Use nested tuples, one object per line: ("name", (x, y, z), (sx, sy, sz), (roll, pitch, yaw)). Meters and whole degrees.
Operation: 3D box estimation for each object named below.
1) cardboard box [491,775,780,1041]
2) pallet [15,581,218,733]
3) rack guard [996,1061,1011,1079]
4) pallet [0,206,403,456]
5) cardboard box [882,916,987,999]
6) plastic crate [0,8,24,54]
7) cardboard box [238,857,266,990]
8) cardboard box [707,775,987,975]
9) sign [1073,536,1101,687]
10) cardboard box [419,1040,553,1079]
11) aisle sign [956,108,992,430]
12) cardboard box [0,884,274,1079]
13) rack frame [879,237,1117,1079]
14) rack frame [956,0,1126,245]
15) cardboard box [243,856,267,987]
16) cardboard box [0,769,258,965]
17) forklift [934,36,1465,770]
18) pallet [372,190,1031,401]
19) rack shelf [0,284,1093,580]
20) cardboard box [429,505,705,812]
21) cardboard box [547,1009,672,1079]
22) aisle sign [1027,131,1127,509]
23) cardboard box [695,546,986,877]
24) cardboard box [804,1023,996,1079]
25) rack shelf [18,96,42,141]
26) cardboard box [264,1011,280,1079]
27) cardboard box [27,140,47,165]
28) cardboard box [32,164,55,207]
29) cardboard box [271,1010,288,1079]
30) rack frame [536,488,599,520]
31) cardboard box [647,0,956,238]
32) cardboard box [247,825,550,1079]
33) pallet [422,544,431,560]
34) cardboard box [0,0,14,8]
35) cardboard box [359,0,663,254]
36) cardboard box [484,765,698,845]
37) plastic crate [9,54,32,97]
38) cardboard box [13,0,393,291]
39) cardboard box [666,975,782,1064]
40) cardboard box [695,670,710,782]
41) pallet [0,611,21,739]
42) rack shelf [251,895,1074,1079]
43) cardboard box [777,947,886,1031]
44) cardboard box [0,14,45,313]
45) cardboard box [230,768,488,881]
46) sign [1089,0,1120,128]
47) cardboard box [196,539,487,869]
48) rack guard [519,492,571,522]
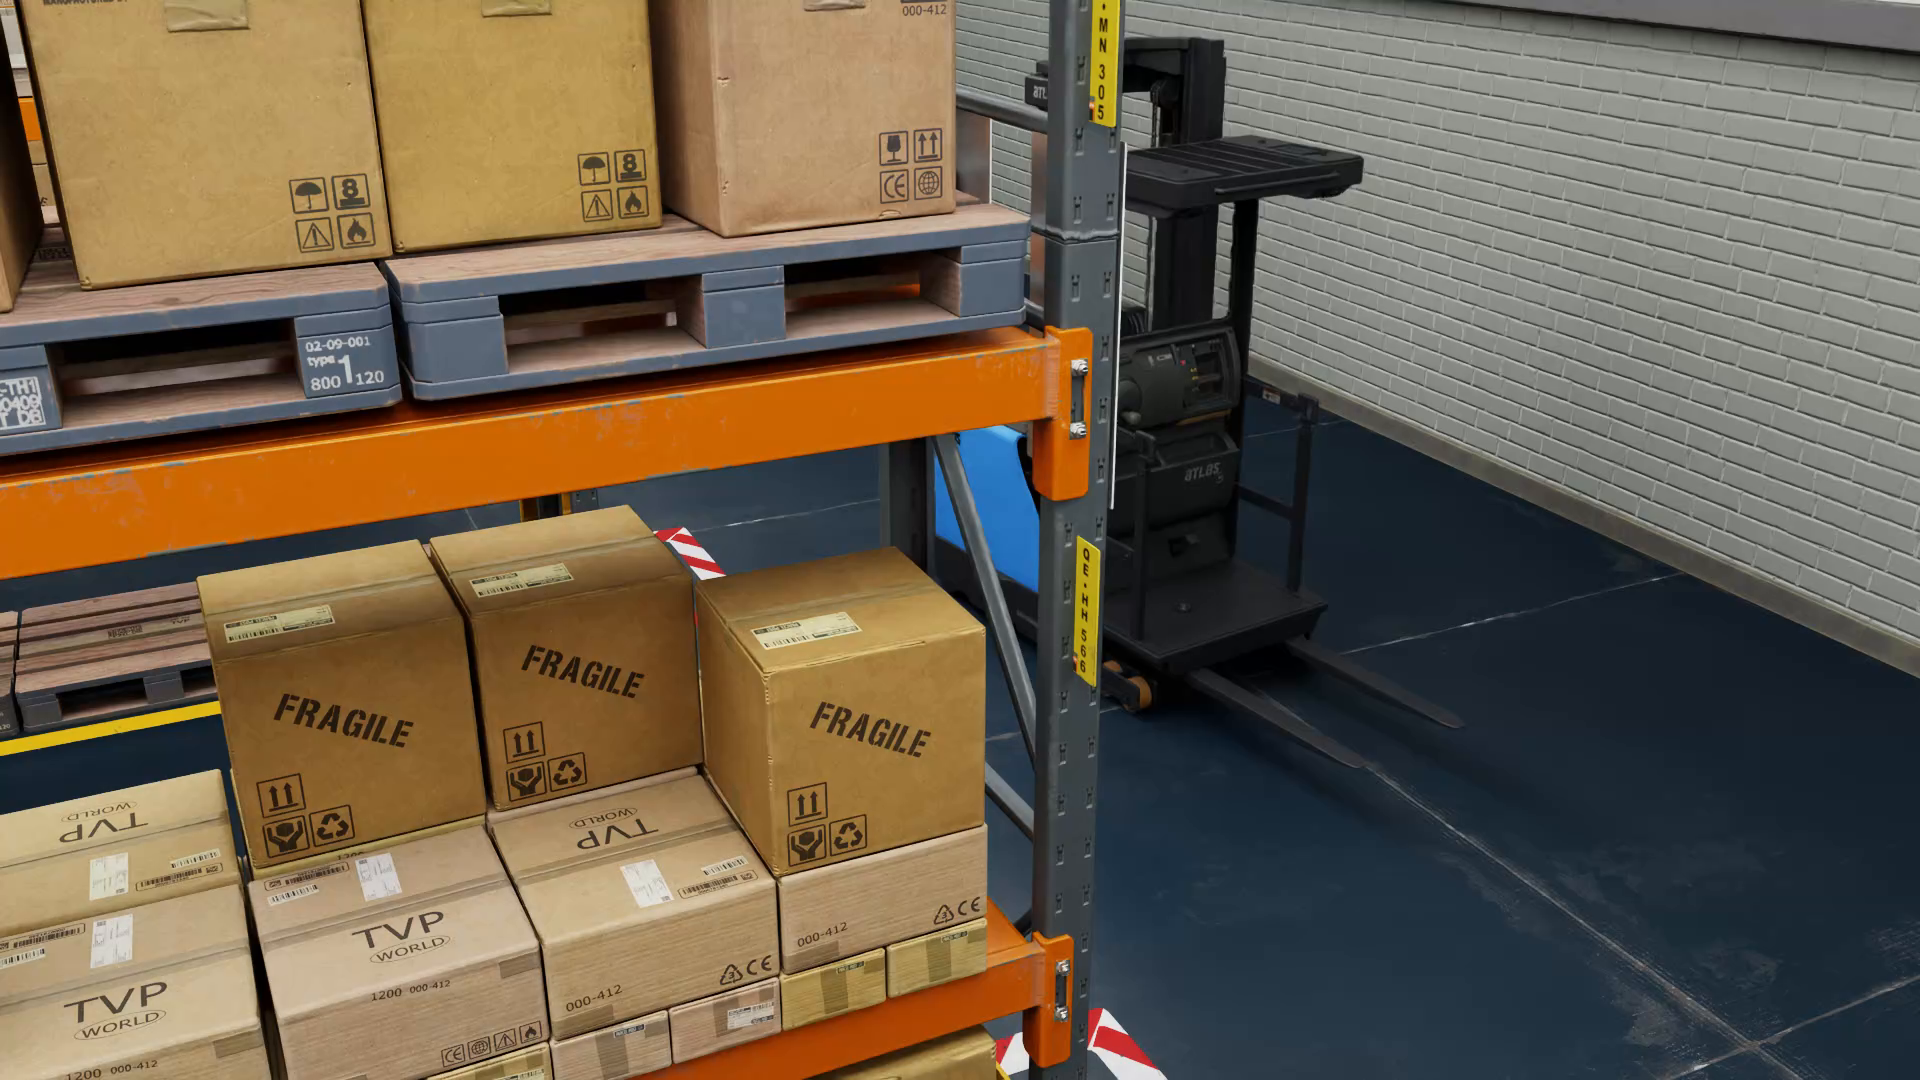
("cardboard box", (-0.728, 0.799, 3.705), (0.500, 0.250, 0.500), (-11, 25, -25))
("pallet", (-3.954, 0.517, 8.224), (1.213, 0.211, 1.003), (-10, 25, -24))
("rack guard", (0.073, 1.762, 4.839), (0.348, 0.500, 1.175), (-10, 25, -24))
("pallet", (-1.713, -0.403, 2.996), (1.213, 0.211, 1.003), (-10, 25, -24))
("cardboard box", (-0.127, 0.900, 3.982), (0.250, 0.149, 0.380), (-10, 24, -23))
("plastic crate", (-4.228, -2.165, 7.292), (0.530, 0.282, 0.437), (-10, 25, -24))
("cardboard box", (-1.797, 0.928, 3.914), (0.250, 0.149, 0.380), (-11, 25, -25))
("cardboard box", (-0.270, 0.715, 3.907), (0.500, 0.250, 0.500), (-11, 25, -24))
("sign", (0.274, 0.156, 3.627), (0.005, 0.325, 0.100), (-10, 25, -24))
("cardboard box", (-1.046, 1.070, 3.572), (0.250, 0.149, 0.380), (-11, 25, -25))
("aisle sign", (-0.014, -0.705, 4.132), (0.004, 0.787, 0.394), (-10, 25, -24))
("cardboard box", (-1.654, 0.971, 3.288), (0.500, 0.250, 0.500), (-10, 25, -24))
("rack frame", (0.051, 0.612, 4.351), (0.127, 3.000, 1.000), (-10, 25, -24))
("rack frame", (0.051, -2.160, 3.203), (0.127, 3.000, 1.000), (-10, 25, -24))
("cardboard box", (-1.569, 0.887, 4.014), (0.250, 0.149, 0.380), (-11, 25, -24))
("cardboard box", (-1.886, 0.789, 3.729), (0.500, 0.250, 0.500), (-11, 25, -25))
("forklift", (1.082, -0.754, 7.740), (1.130, 2.935, 3.031), (-14, 26, -31))
("pallet", (-0.613, -0.607, 3.488), (1.213, 0.211, 1.003), (-10, 25, -24))
("rack shelf", (-1.751, -0.110, 3.113), (4.000, 0.370, 1.077), (-10, 25, -24))
("cardboard box", (-0.949, 0.266, 4.011), (0.500, 0.500, 0.500), (-11, 25, -25))
("cardboard box", (-0.813, 1.026, 3.677), (0.250, 0.149, 0.380), (-10, 24, -23))
("aisle sign", (0.246, -0.498, 3.633), (0.004, 0.787, 0.394), (-10, 25, -24))
("cardboard box", (-0.274, 0.368, 3.765), (0.500, 0.500, 0.500), (-10, 25, -23))
("cardboard box", (-0.491, 1.533, 4.354), (0.875, 0.875, 0.875), (-10, 25, -24))
("rack shelf", (-3.899, -1.817, 7.237), (4.000, 0.370, 1.077), (-10, 25, -24))
("cardboard box", (-1.504, 1.154, 3.370), (0.250, 0.149, 0.380), (-10, 24, -23))
("cardboard box", (-6.371, -2.800, 11.154), (0.500, 0.500, 0.500), (-11, 25, -25))
("cardboard box", (-6.357, -2.345, 11.362), (0.500, 0.500, 0.500), (-11, 25, -24))
("cardboard box", (-1.280, 1.113, 3.467), (0.250, 0.149, 0.380), (-10, 25, -23))
("rack frame", (-2.097, -1.095, 8.474), (0.127, 3.000, 1.000), (-10, 25, -24))
("cardboard box", (-0.394, -0.956, 3.406), (0.500, 0.500, 0.700), (-12, 25, -27))
("cardboard box", (-1.186, 0.884, 3.501), (0.500, 0.250, 0.500), (-11, 25, -25))
("pallet", (-2.857, 0.316, 8.710), (1.213, 0.211, 1.003), (-10, 25, -24))
("cardboard box", (-6.397, -3.616, 10.837), (0.500, 0.250, 0.500), (-10, 25, -24))
("cardboard box", (-0.953, -0.904, 3.280), (0.500, 0.500, 0.700), (-11, 25, -26))
("cardboard box", (-0.964, 0.618, 4.141), (0.500, 0.250, 0.500), (-11, 25, -24))
("plastic crate", (-3.851, -1.931, 6.917), (0.530, 0.136, 0.437), (-10, 25, -24))
("cardboard box", (-1.398, -0.802, 3.033), (0.500, 0.500, 0.700), (-12, 25, -27))
("cardboard box", (-0.588, 0.985, 3.776), (0.250, 0.149, 0.380), (-10, 25, -23))
("cardboard box", (-0.498, 0.530, 4.355), (0.500, 0.250, 0.500), (-11, 25, -25))
("pallet", (-5.055, 0.721, 7.732), (1.213, 0.211, 1.003), (-10, 25, -24))
("rack shelf", (-1.751, 1.276, 3.687), (4.000, 0.370, 1.077), (-10, 25, -24))
("cardboard box", (-0.360, 0.944, 3.876), (0.250, 0.149, 0.380), (-10, 25, -23))
("cardboard box", (-1.855, -0.673, 2.722), (0.500, 0.500, 0.700), (-9, 24, -21))
("cardboard box", (-1.418, 0.701, 3.943), (0.500, 0.250, 0.500), (-11, 25, -25))
("sign", (0.274, -0.958, 3.166), (0.005, 0.325, 0.100), (-10, 25, -24))
("cardboard box", (-1.413, 0.354, 3.799), (0.500, 0.500, 0.500), (-11, 25, -25))
("rack guard", (-2.081, 0.051, 8.973), (0.348, 0.500, 1.175), (-10, 25, -24))
